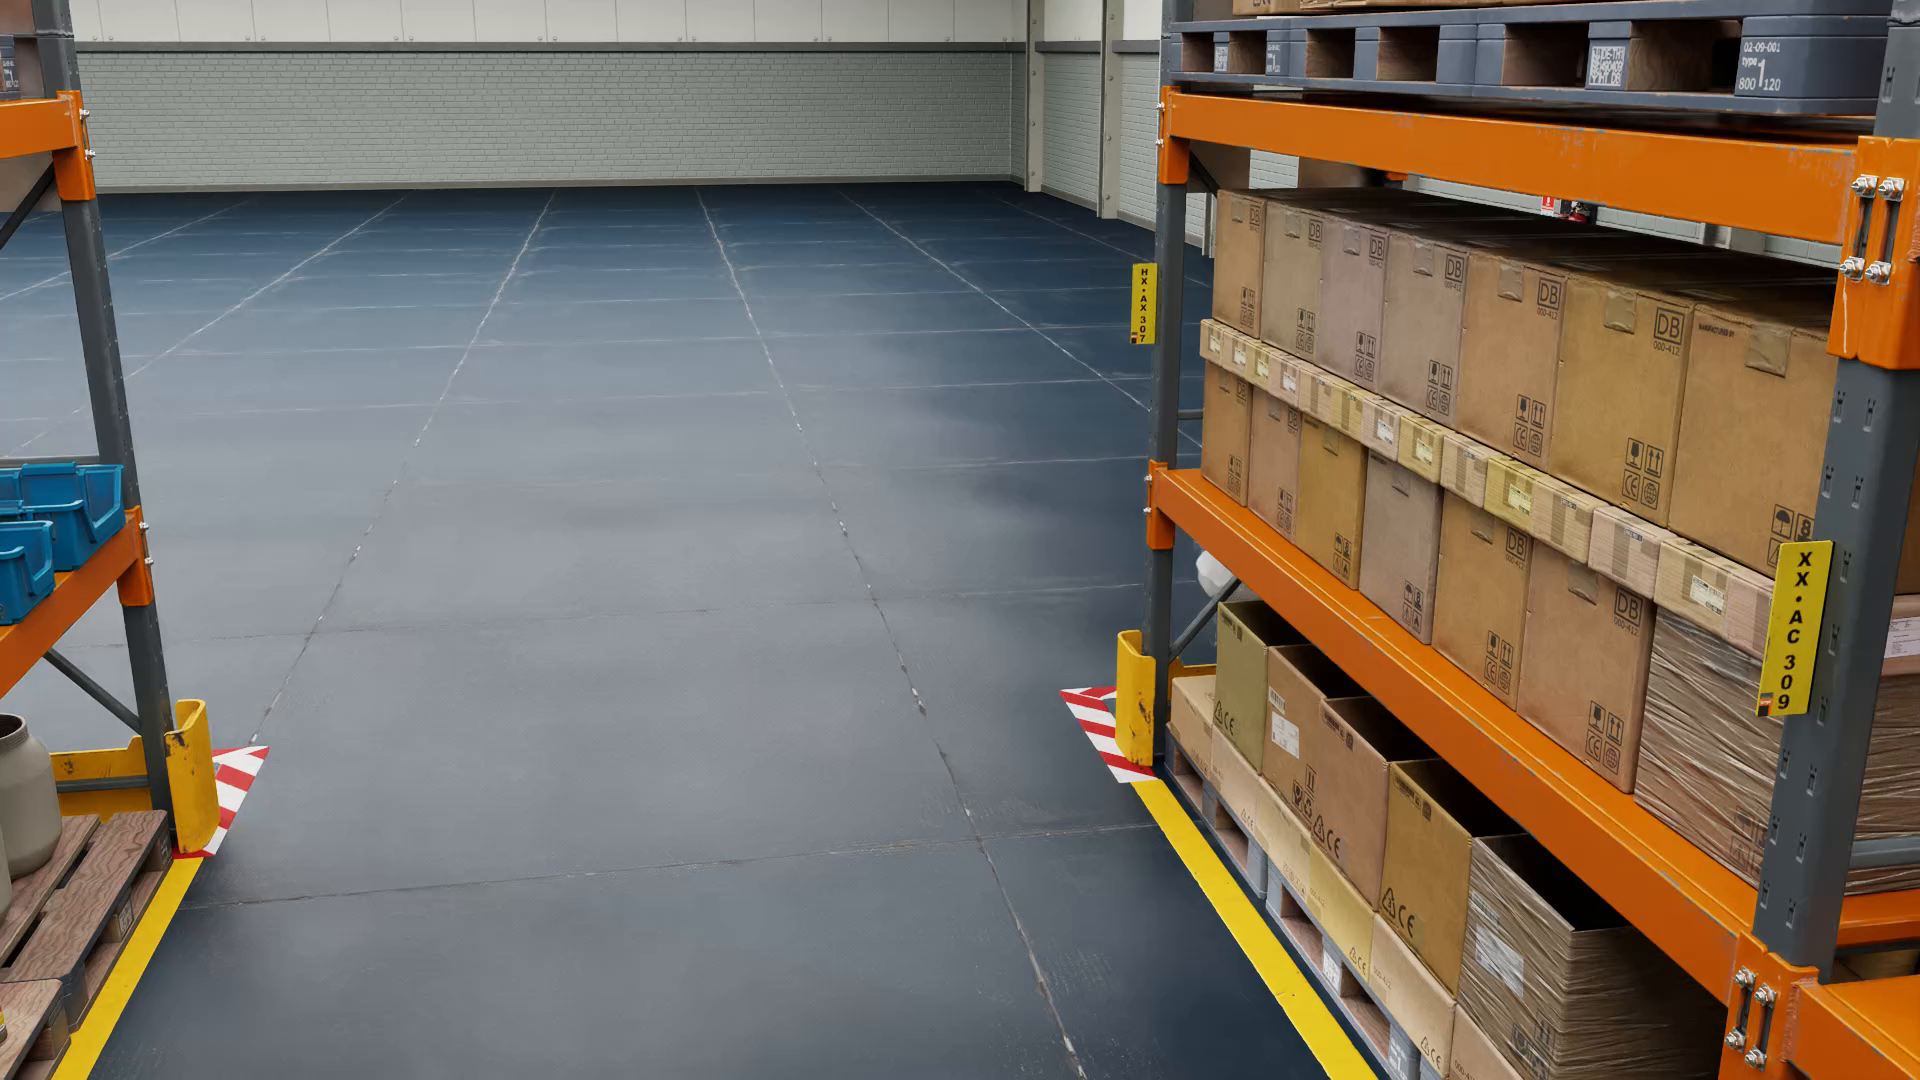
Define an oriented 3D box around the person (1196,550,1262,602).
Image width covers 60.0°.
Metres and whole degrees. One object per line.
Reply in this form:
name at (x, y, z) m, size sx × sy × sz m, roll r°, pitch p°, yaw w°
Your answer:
person at (1.607, 0.131, 8.343) m, size 0.826 × 0.965 × 0.503 m, roll -1°, pitch 17°, yaw -3°
